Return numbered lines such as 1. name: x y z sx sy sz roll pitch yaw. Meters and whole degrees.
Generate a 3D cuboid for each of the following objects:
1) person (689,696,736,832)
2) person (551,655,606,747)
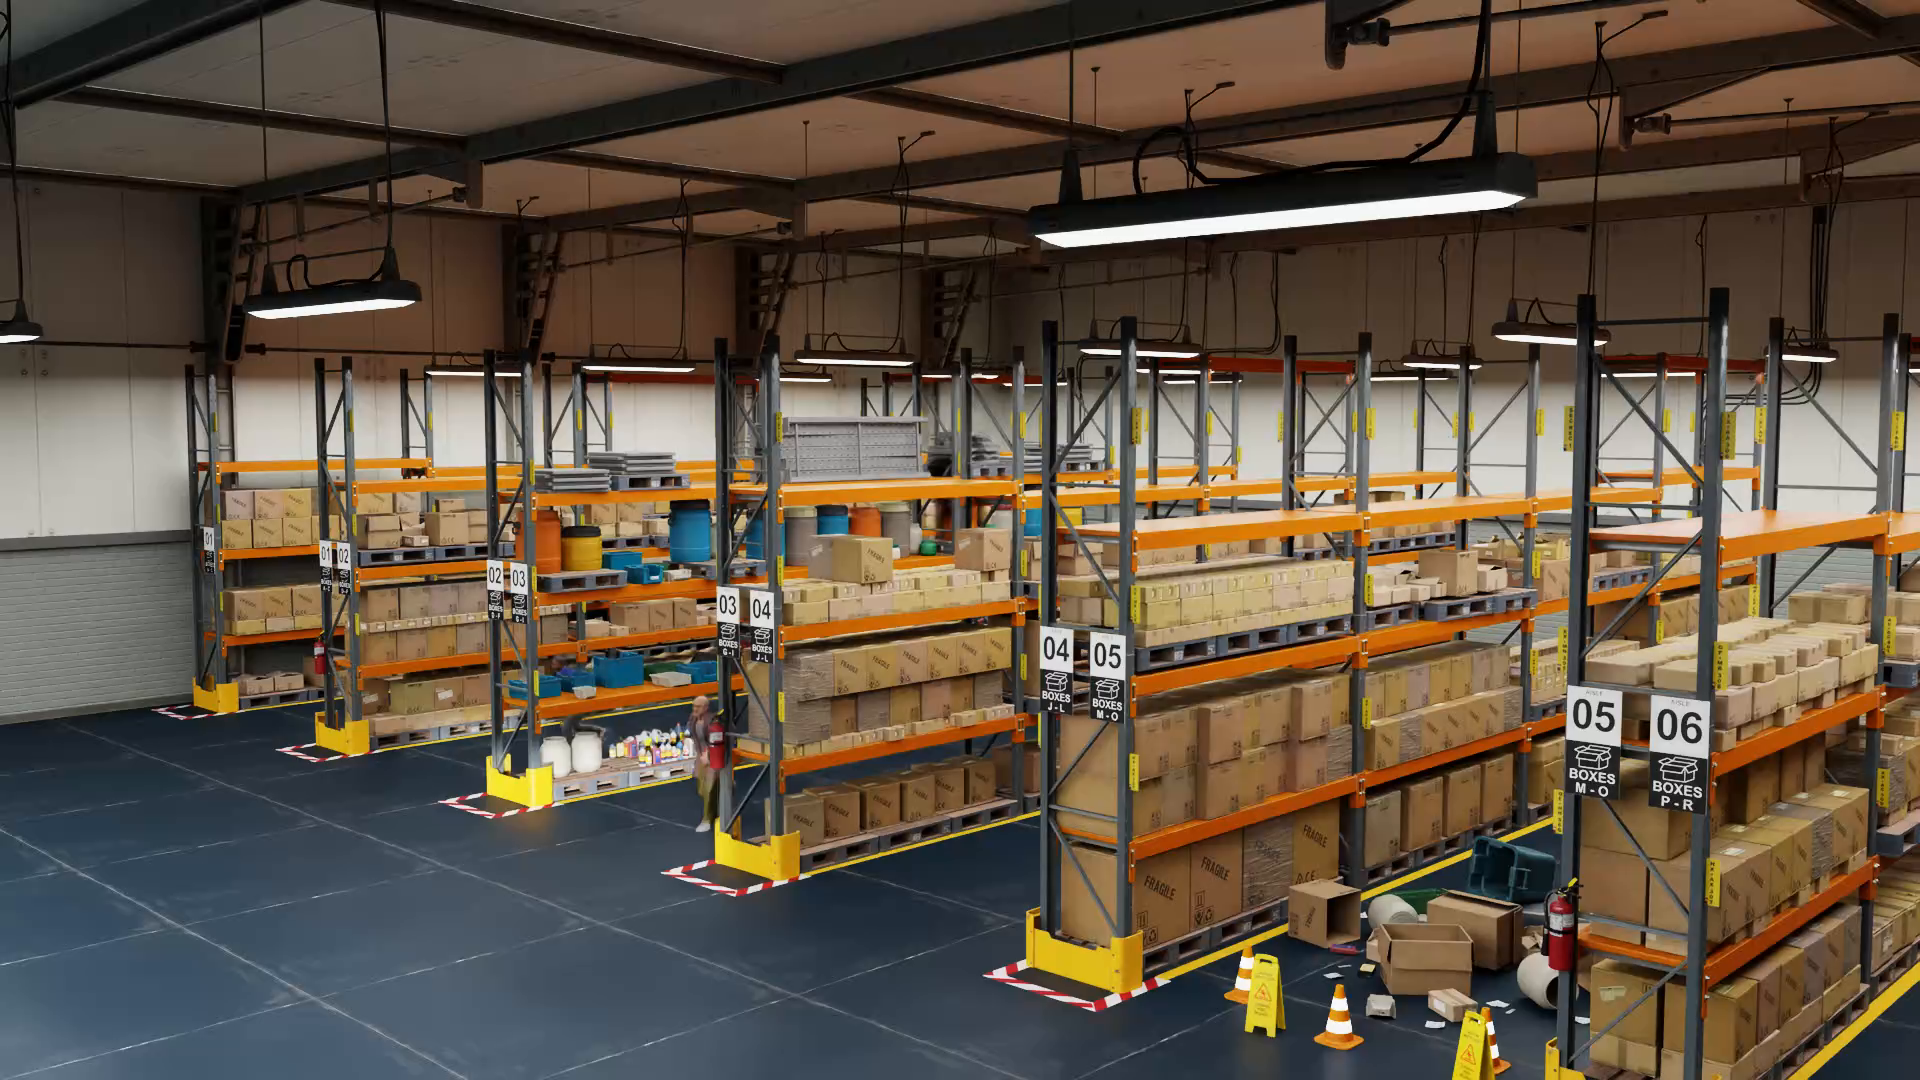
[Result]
1. person: -3.045 2.750 20.677 0.706 1.717 0.805 2 5 27
2. person: -5.699 2.548 24.951 0.903 1.500 0.585 -4 6 -44
